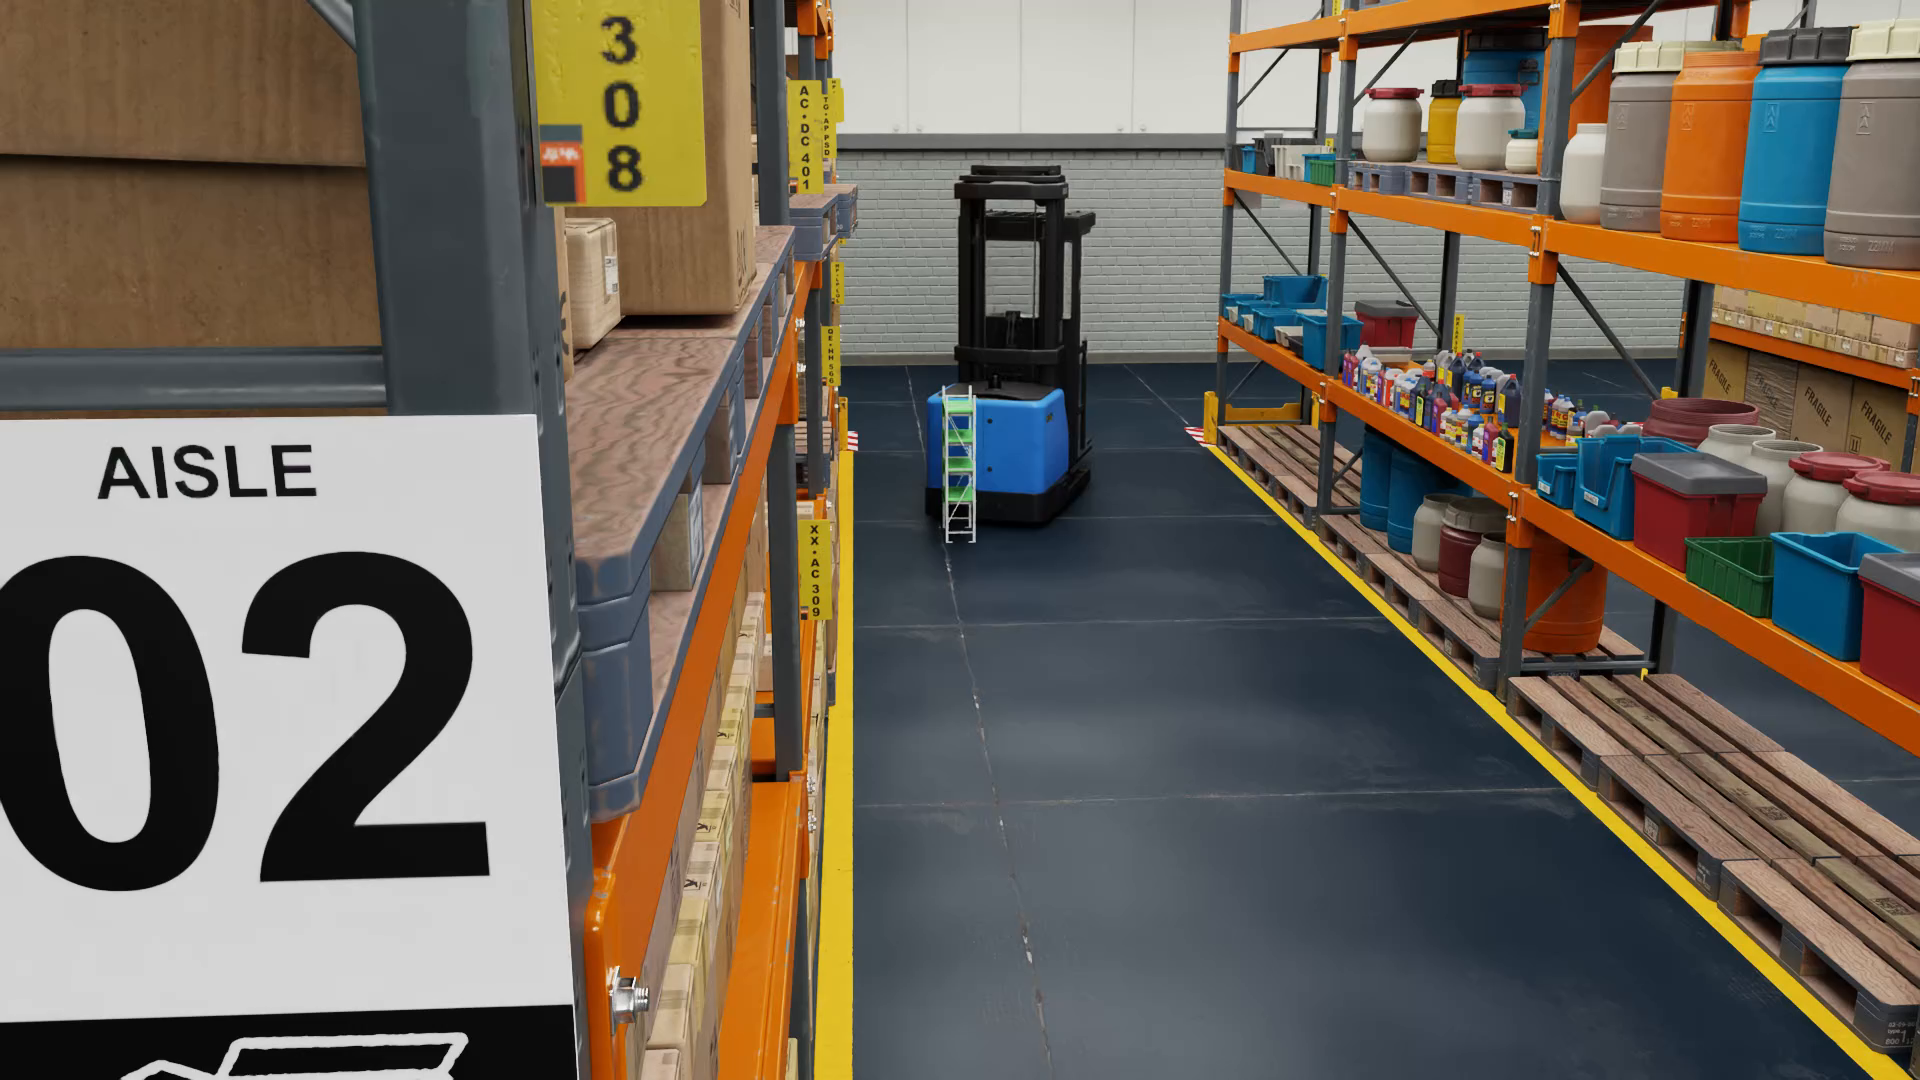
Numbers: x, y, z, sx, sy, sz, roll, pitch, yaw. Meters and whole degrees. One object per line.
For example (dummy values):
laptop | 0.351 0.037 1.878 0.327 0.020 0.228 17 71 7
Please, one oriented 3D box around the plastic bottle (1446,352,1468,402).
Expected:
plastic bottle | 3.690 -1.208 12.300 0.144 0.351 0.185 -1 14 -3

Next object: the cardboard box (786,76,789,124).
cardboard box | -1.484 -2.889 11.470 0.600 0.600 0.600 -1 14 -4

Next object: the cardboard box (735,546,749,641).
cardboard box | -0.976 -0.005 4.721 0.700 0.500 0.500 -1 14 -3

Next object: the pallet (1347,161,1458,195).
pallet | 3.585 -2.671 12.248 1.213 0.211 1.003 -1 14 -3

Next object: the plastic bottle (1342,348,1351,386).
plastic bottle | 3.035 -1.349 12.985 0.061 0.283 0.133 -1 14 -3

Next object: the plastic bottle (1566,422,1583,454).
plastic bottle | 3.830 -0.634 10.368 0.097 0.201 0.097 0 14 0

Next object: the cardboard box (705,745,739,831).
cardboard box | -0.702 0.579 3.753 0.380 0.149 0.250 0 14 -2

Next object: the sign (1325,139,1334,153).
sign | 3.739 -3.913 16.905 0.100 0.325 0.005 -1 14 -3

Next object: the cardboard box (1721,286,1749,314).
cardboard box | 7.933 -2.394 16.513 0.500 0.250 0.500 -1 14 -4

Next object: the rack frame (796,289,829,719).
rack frame | -1.258 -0.433 9.190 1.000 3.000 0.127 -1 14 -3

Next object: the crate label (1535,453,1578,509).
crate label | 3.338 -0.317 9.075 0.303 0.233 0.416 -1 14 -3

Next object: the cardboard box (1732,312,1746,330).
cardboard box | 7.878 -2.167 16.435 0.380 0.149 0.250 -1 14 -4

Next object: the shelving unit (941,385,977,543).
shelving unit | -0.011 -0.622 13.535 0.258 1.200 0.503 -1 14 -3

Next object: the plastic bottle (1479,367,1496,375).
plastic bottle | 3.839 -1.134 12.164 0.152 0.276 0.135 -1 14 -3

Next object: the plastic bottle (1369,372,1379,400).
plastic bottle | 3.095 -1.142 12.343 0.097 0.201 0.097 0 14 0

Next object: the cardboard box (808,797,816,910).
cardboard box | -0.813 1.187 6.443 0.500 0.311 0.500 -1 14 -4

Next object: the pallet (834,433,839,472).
pallet | -1.698 -0.855 16.427 1.003 0.211 1.213 -1 14 -3

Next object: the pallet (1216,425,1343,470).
pallet | 3.203 -0.942 16.765 1.003 0.211 1.213 -1 14 -3

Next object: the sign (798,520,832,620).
sign | -0.456 0.095 5.241 0.100 0.325 0.005 -1 14 -3

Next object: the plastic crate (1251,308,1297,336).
plastic crate | 2.959 -2.052 15.699 0.416 0.233 0.300 -1 14 -3

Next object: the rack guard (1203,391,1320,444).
rack guard | 3.176 -1.294 17.551 1.175 0.500 0.348 -1 14 -3

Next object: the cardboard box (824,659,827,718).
cardboard box | -0.982 0.822 8.987 0.500 0.250 0.500 -1 14 -2

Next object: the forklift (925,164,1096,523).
forklift | 0.587 -1.887 14.978 1.130 2.935 3.031 4 15 15

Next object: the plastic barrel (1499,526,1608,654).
plastic barrel | 3.639 0.217 10.174 0.600 0.830 0.708 -1 14 -3

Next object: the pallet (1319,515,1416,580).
pallet | 3.445 0.039 12.949 1.003 0.211 1.213 -1 14 -3

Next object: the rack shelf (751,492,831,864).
rack shelf | -1.134 0.413 7.347 1.077 0.370 4.000 -1 14 -3

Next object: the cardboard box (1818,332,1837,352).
cardboard box | 7.972 -1.785 14.949 0.380 0.149 0.250 -1 14 -2

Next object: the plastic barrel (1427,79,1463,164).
plastic barrel | 3.698 -3.027 12.031 0.600 0.588 0.600 0 14 0

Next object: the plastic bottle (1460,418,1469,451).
plastic bottle | 3.214 -0.666 10.492 0.097 0.201 0.097 0 14 0

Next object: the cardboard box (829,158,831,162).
cardboard box | -1.316 -3.057 13.670 0.500 0.250 0.500 -1 14 -3

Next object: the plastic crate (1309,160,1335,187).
plastic crate | 3.111 -2.954 13.394 0.450 0.188 0.662 -1 14 -3

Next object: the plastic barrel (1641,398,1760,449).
plastic barrel | 4.017 -0.464 9.037 0.600 0.536 0.708 -1 14 -3

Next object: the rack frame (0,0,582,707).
rack frame | -0.762 -1.349 0.710 1.000 3.000 0.127 -1 14 -3

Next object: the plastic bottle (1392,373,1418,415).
plastic bottle | 3.159 -1.035 11.776 0.152 0.276 0.135 -1 14 -3

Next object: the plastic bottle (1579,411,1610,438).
plastic bottle | 3.953 -0.676 10.384 0.152 0.276 0.135 -1 14 -3

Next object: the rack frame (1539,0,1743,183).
rack frame | 3.686 -3.414 8.736 1.000 3.000 0.127 -1 14 -3

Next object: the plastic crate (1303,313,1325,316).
plastic crate | 3.425 -2.127 16.184 0.396 0.136 0.243 -1 14 -3

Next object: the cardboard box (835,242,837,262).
cardboard box | -1.318 -2.338 14.388 0.500 0.500 0.500 -1 14 -5

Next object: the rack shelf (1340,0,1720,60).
rack shelf | 3.562 -3.369 10.809 1.077 0.370 4.000 -1 14 -3

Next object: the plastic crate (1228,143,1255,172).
plastic crate | 2.936 -3.788 16.470 0.497 0.269 0.590 -1 14 -3

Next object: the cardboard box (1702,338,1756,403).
cardboard box | 8.254 -1.591 17.112 0.875 0.875 0.875 -1 14 -3

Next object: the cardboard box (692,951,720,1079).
cardboard box | -0.877 1.007 3.393 0.700 0.500 0.500 0 14 -2

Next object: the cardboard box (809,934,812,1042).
cardboard box | -0.788 1.586 6.019 0.500 0.250 0.500 -1 14 -5

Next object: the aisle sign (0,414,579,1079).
aisle sign | -0.452 0.309 1.088 0.394 0.787 0.004 -1 14 -3

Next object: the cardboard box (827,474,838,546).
cardboard box | -1.167 -0.189 12.375 0.500 0.500 0.500 -1 14 -3

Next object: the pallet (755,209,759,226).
pallet | -1.078 -1.018 5.826 0.805 0.209 1.217 -1 15 -6

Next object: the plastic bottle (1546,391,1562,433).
plastic bottle | 3.956 -0.853 11.056 0.061 0.283 0.133 -1 14 -3

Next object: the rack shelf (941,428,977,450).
rack shelf | -0.011 -0.793 13.491 0.258 0.148 0.480 -1 14 -3

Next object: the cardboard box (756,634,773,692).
cardboard box | -0.861 0.460 6.224 0.380 0.149 0.250 -1 14 -3

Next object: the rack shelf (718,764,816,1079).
rack shelf | -0.886 1.407 3.480 1.077 0.370 4.000 -1 14 -3

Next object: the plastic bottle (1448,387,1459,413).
plastic bottle | 3.297 -0.879 11.156 0.061 0.283 0.133 -1 14 -3

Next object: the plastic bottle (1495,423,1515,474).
plastic bottle | 3.235 -0.546 9.864 0.061 0.283 0.133 -1 14 -3

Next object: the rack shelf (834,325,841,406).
rack shelf | -1.629 -1.577 15.080 1.077 0.370 4.000 -1 14 -3

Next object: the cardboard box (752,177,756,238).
cardboard box | -0.662 -0.745 3.762 0.380 0.149 0.250 -1 14 -3

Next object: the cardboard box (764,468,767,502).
cardboard box | -1.279 -0.299 8.847 0.500 0.311 0.500 0 14 0
